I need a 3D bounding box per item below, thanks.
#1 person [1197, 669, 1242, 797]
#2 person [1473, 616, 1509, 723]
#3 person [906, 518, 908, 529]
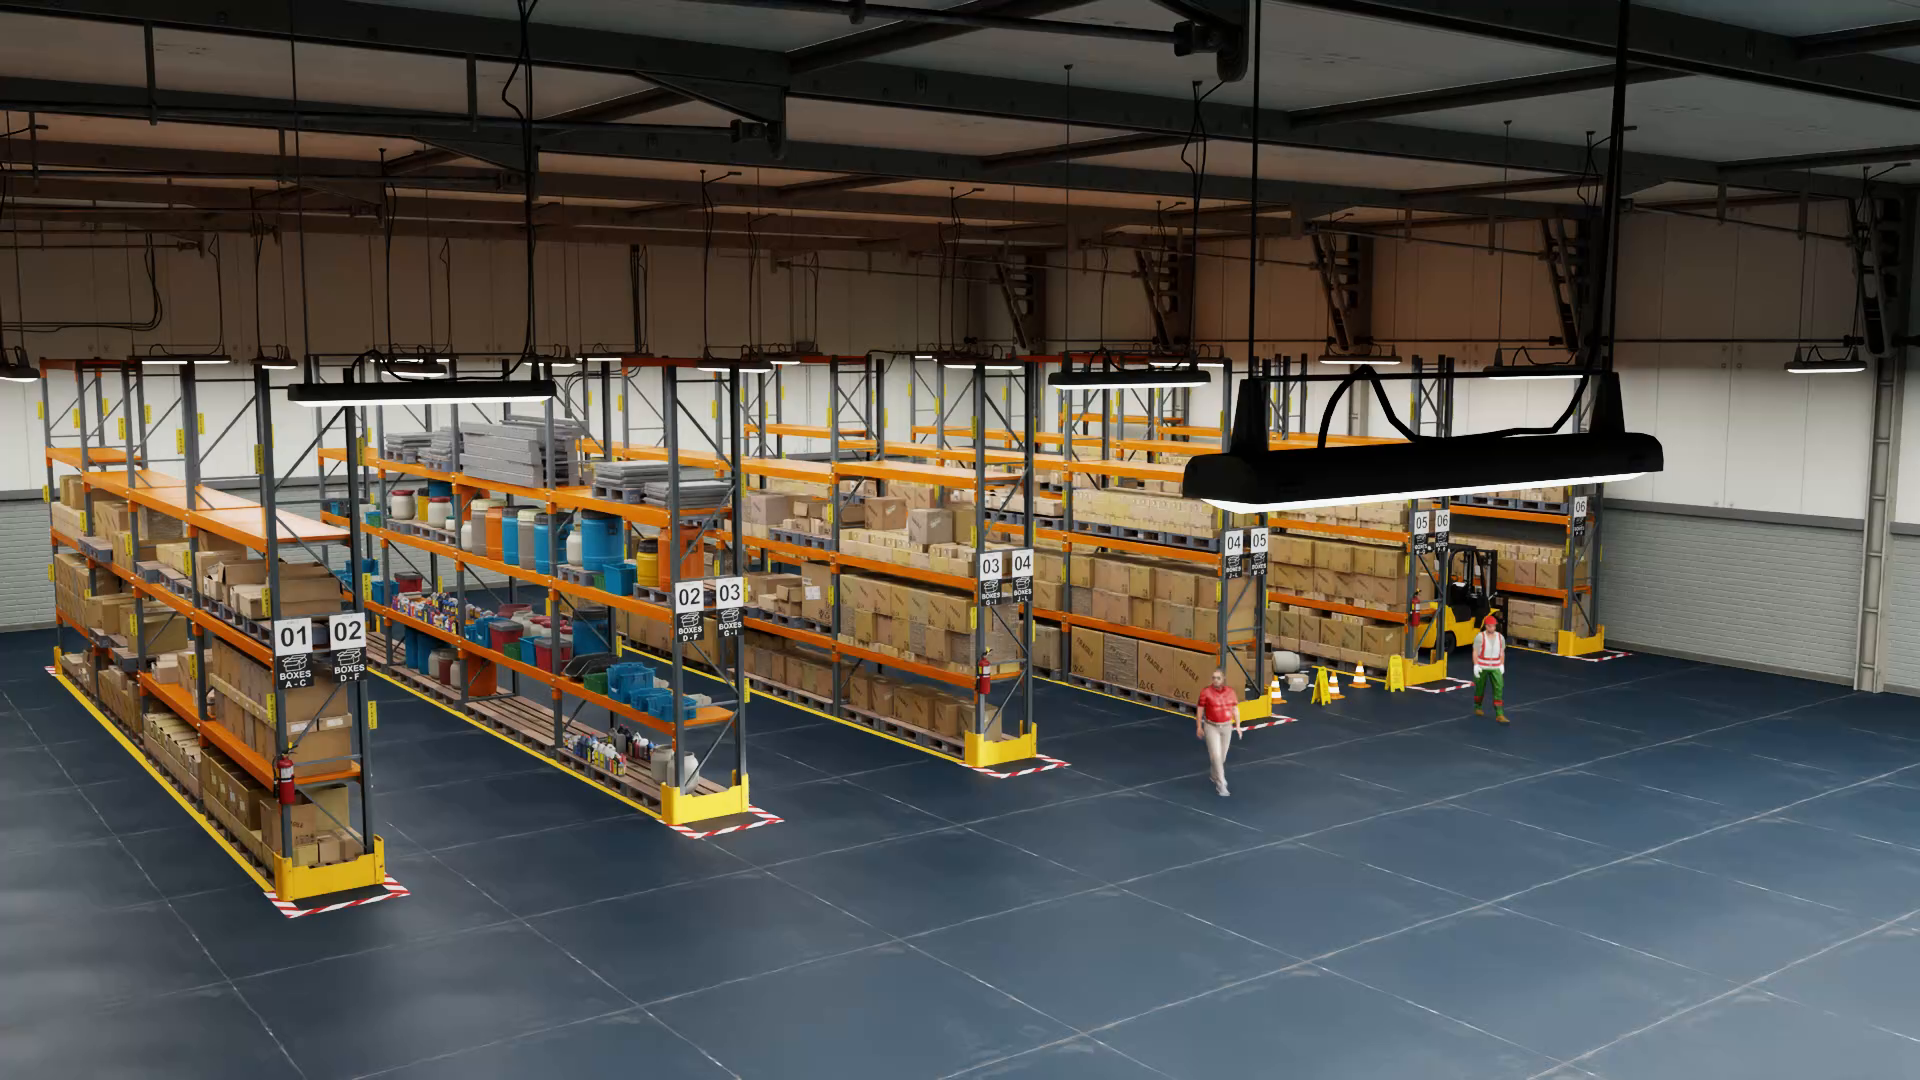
[{"bbox_3d":[3.654,2.700,23.409,0.564,1.776,0.766,-2,7,-17],"label":"person"},{"bbox_3d":[8.820,2.130,27.657,0.575,1.726,1.031,1,7,5],"label":"person"},{"bbox_3d":[-1.719,-0.276,47.815,0.526,1.741,0.968,6,9,43],"label":"person"}]
